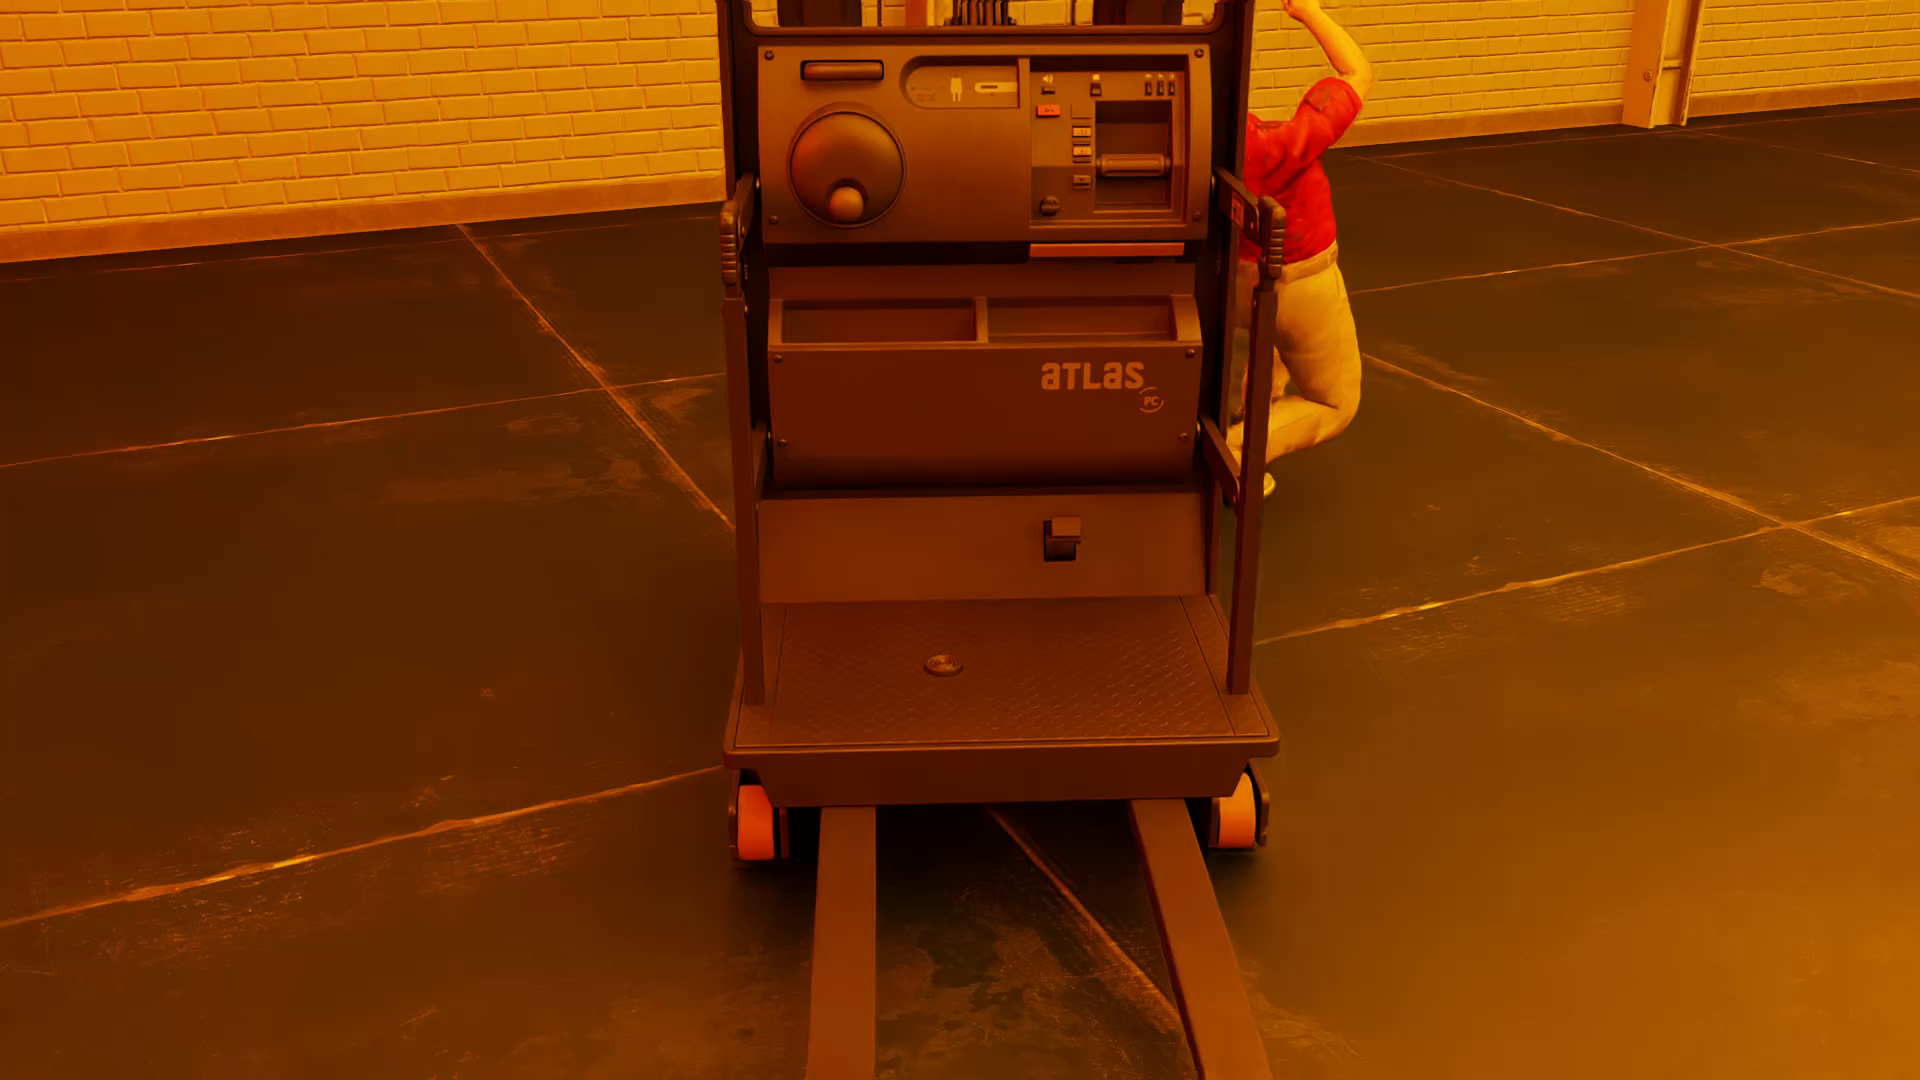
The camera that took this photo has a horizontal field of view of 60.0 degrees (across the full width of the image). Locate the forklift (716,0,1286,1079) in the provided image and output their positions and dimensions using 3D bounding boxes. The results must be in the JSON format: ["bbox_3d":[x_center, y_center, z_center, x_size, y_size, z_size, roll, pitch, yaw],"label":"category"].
[{"bbox_3d":[0.064,-0.806,3.226,1.130,2.935,3.031,-1,23,-2],"label":"forklift"}]

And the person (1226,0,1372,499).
[{"bbox_3d":[0.853,-0.989,5.450,0.829,1.654,1.120,-17,28,-35],"label":"person"}]
